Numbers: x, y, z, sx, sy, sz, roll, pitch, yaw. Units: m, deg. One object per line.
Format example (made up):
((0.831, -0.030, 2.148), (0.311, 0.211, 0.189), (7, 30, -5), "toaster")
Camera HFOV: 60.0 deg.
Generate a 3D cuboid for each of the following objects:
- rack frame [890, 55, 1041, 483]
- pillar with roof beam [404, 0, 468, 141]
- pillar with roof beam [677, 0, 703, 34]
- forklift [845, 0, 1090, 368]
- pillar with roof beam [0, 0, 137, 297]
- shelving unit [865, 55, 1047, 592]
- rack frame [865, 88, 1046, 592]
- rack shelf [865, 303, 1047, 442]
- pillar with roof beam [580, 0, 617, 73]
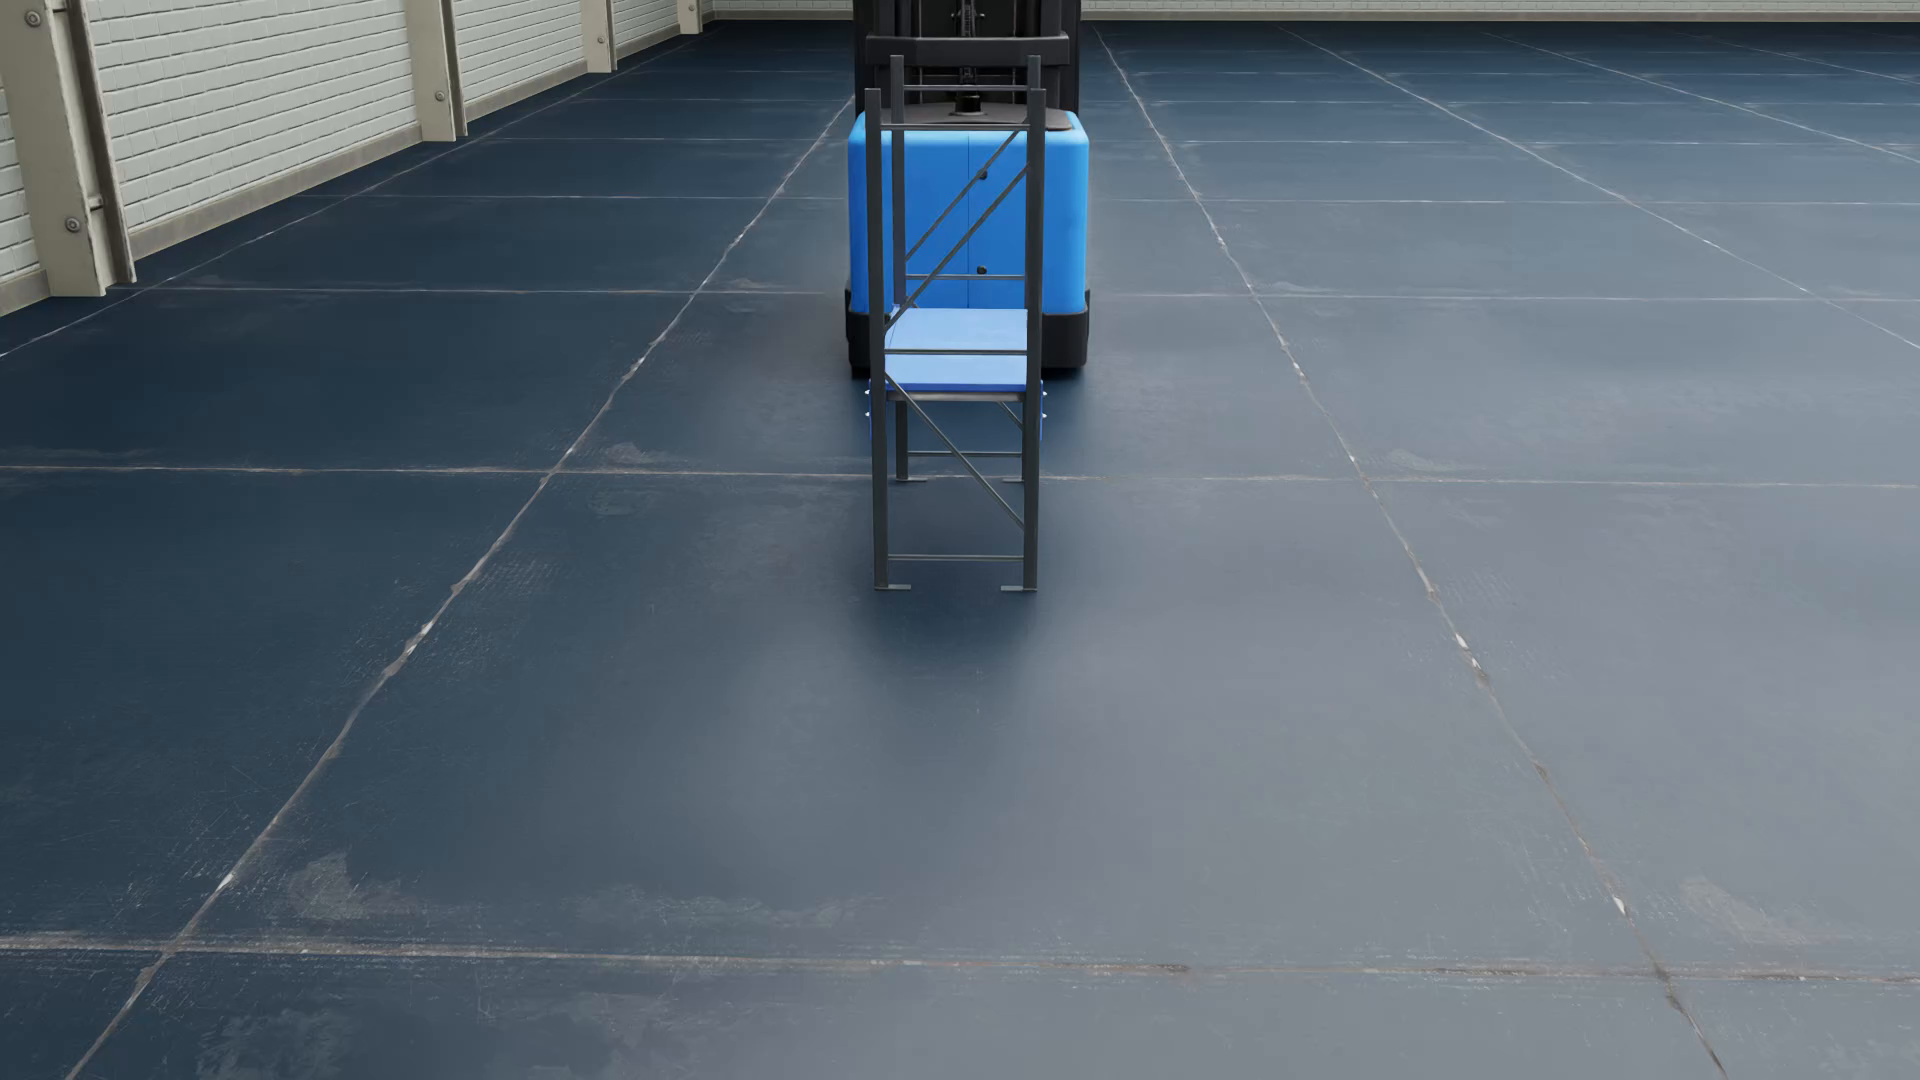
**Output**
((0.018, -0.914, 5.811), (0.500, 1.500, 0.032), (1, 21, 2), "rack frame")
((-0.249, -7.691, 12.910), (9.100, 9.000, 0.400), (1, 21, 2), "pillar with roof beam")
((0.116, -12.030, 24.092), (9.100, 9.000, 0.400), (1, 21, 2), "pillar with roof beam")
((0.033, -2.598, 8.173), (1.130, 2.935, 3.031), (0, 21, 0), "forklift")
((-0.432, -5.521, 7.319), (9.100, 9.000, 0.400), (1, 21, 2), "pillar with roof beam")
((0.003, -0.730, 5.337), (0.538, 1.500, 1.048), (1, 21, 2), "shelving unit")
((-0.013, -0.546, 4.863), (0.500, 1.500, 0.032), (1, 21, 2), "rack frame")
((0.003, -0.562, 5.402), (0.538, 0.185, 1.000), (1, 21, 2), "rack shelf")
((-0.067, -9.860, 18.501), (9.100, 9.000, 0.400), (1, 21, 2), "pillar with roof beam")
